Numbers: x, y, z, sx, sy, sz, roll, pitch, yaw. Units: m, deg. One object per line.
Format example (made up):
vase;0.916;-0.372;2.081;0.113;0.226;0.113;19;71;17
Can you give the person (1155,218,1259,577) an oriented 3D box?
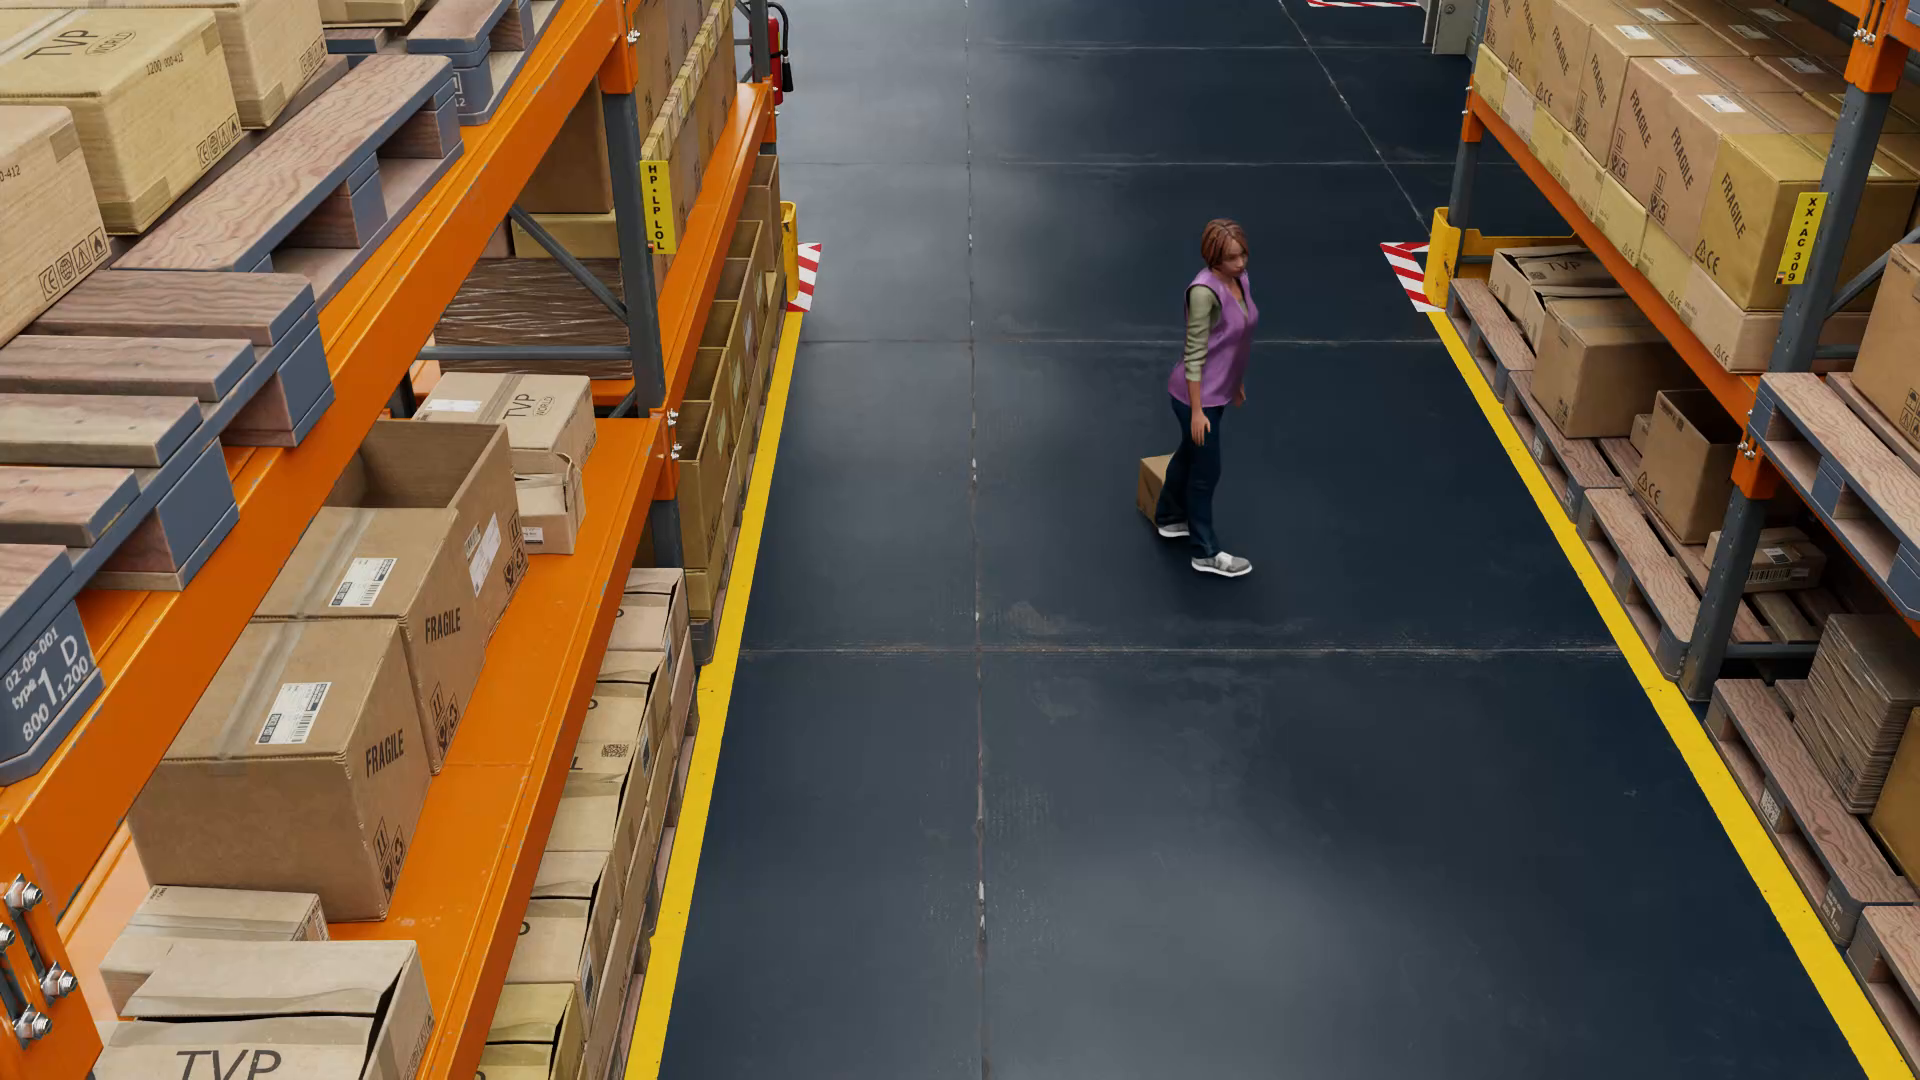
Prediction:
person;1.088;-0.604;7.069;0.516;1.595;0.500;15;35;23
